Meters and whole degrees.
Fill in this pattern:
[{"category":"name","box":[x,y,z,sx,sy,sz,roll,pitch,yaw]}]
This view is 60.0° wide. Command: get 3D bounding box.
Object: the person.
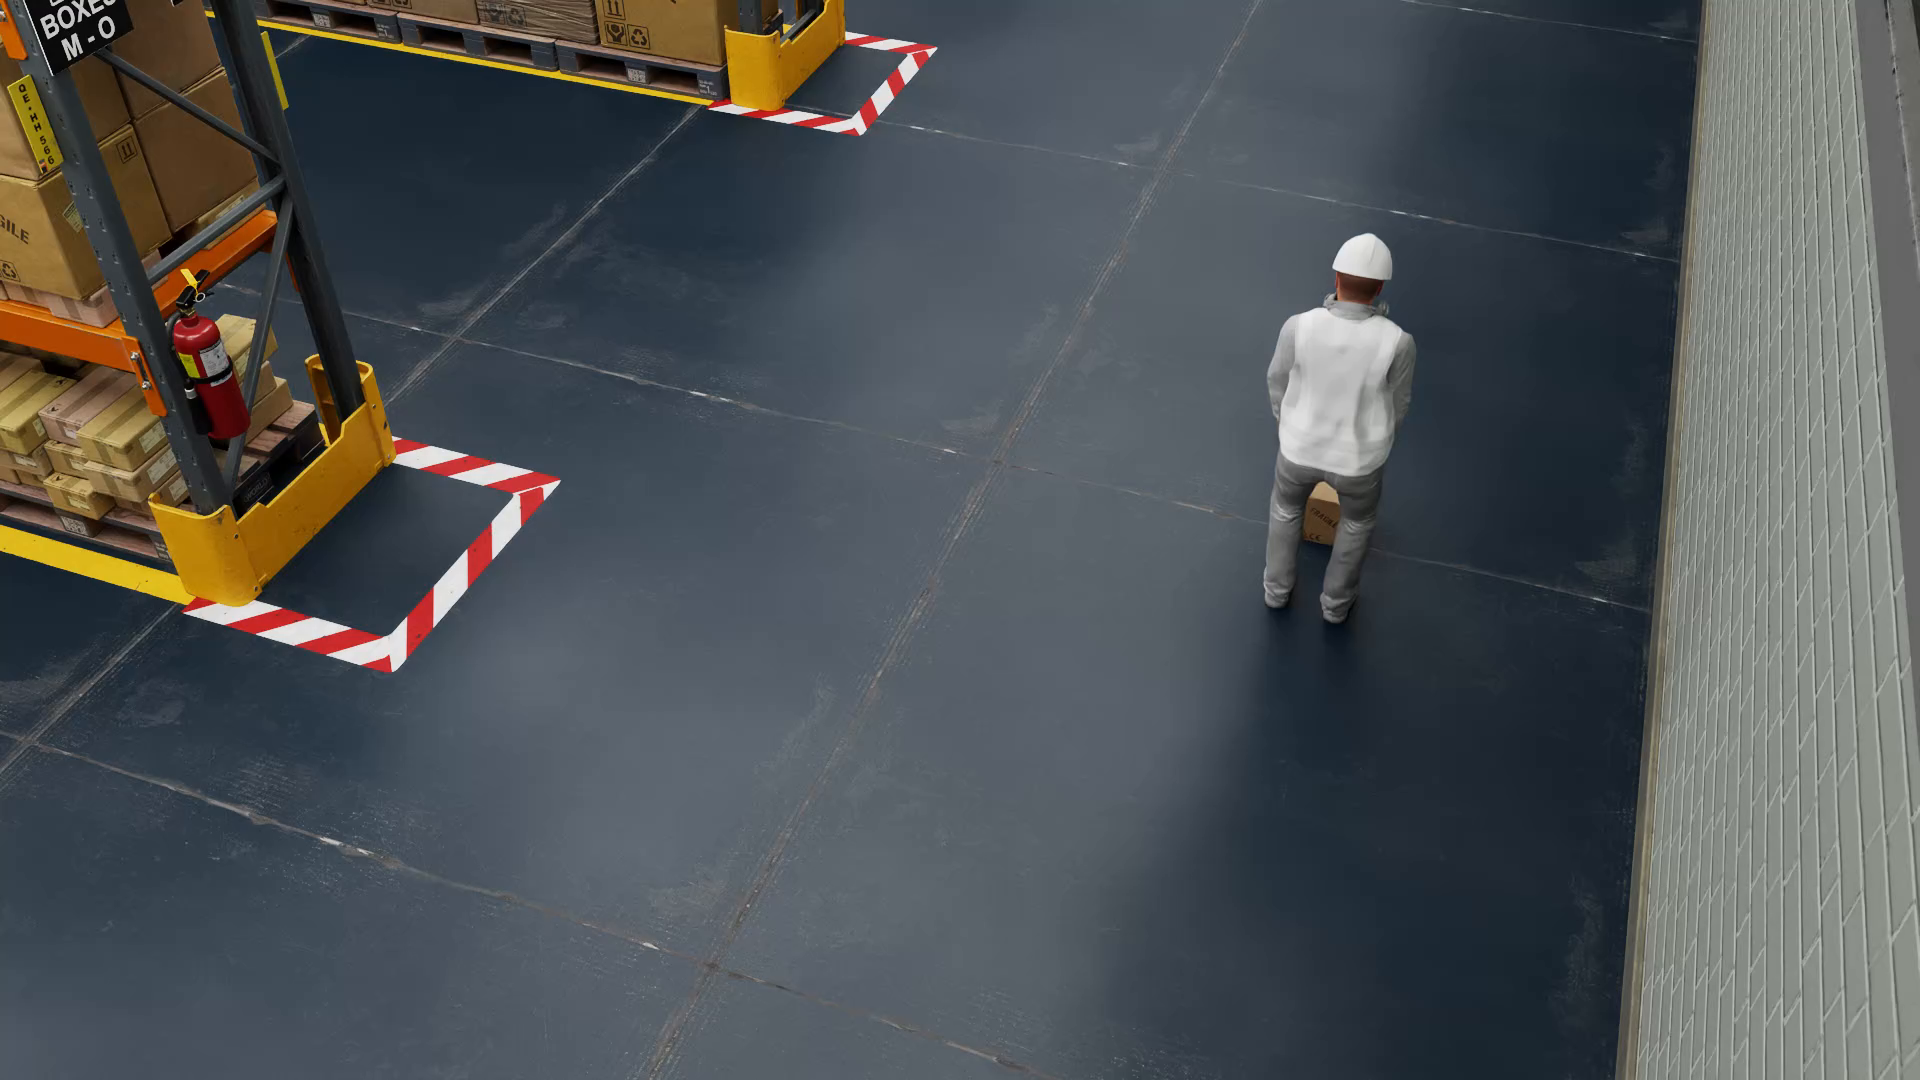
[{"category":"person","box":[1.480,-0.415,6.661,0.560,1.719,0.476,15,43,16]}]
